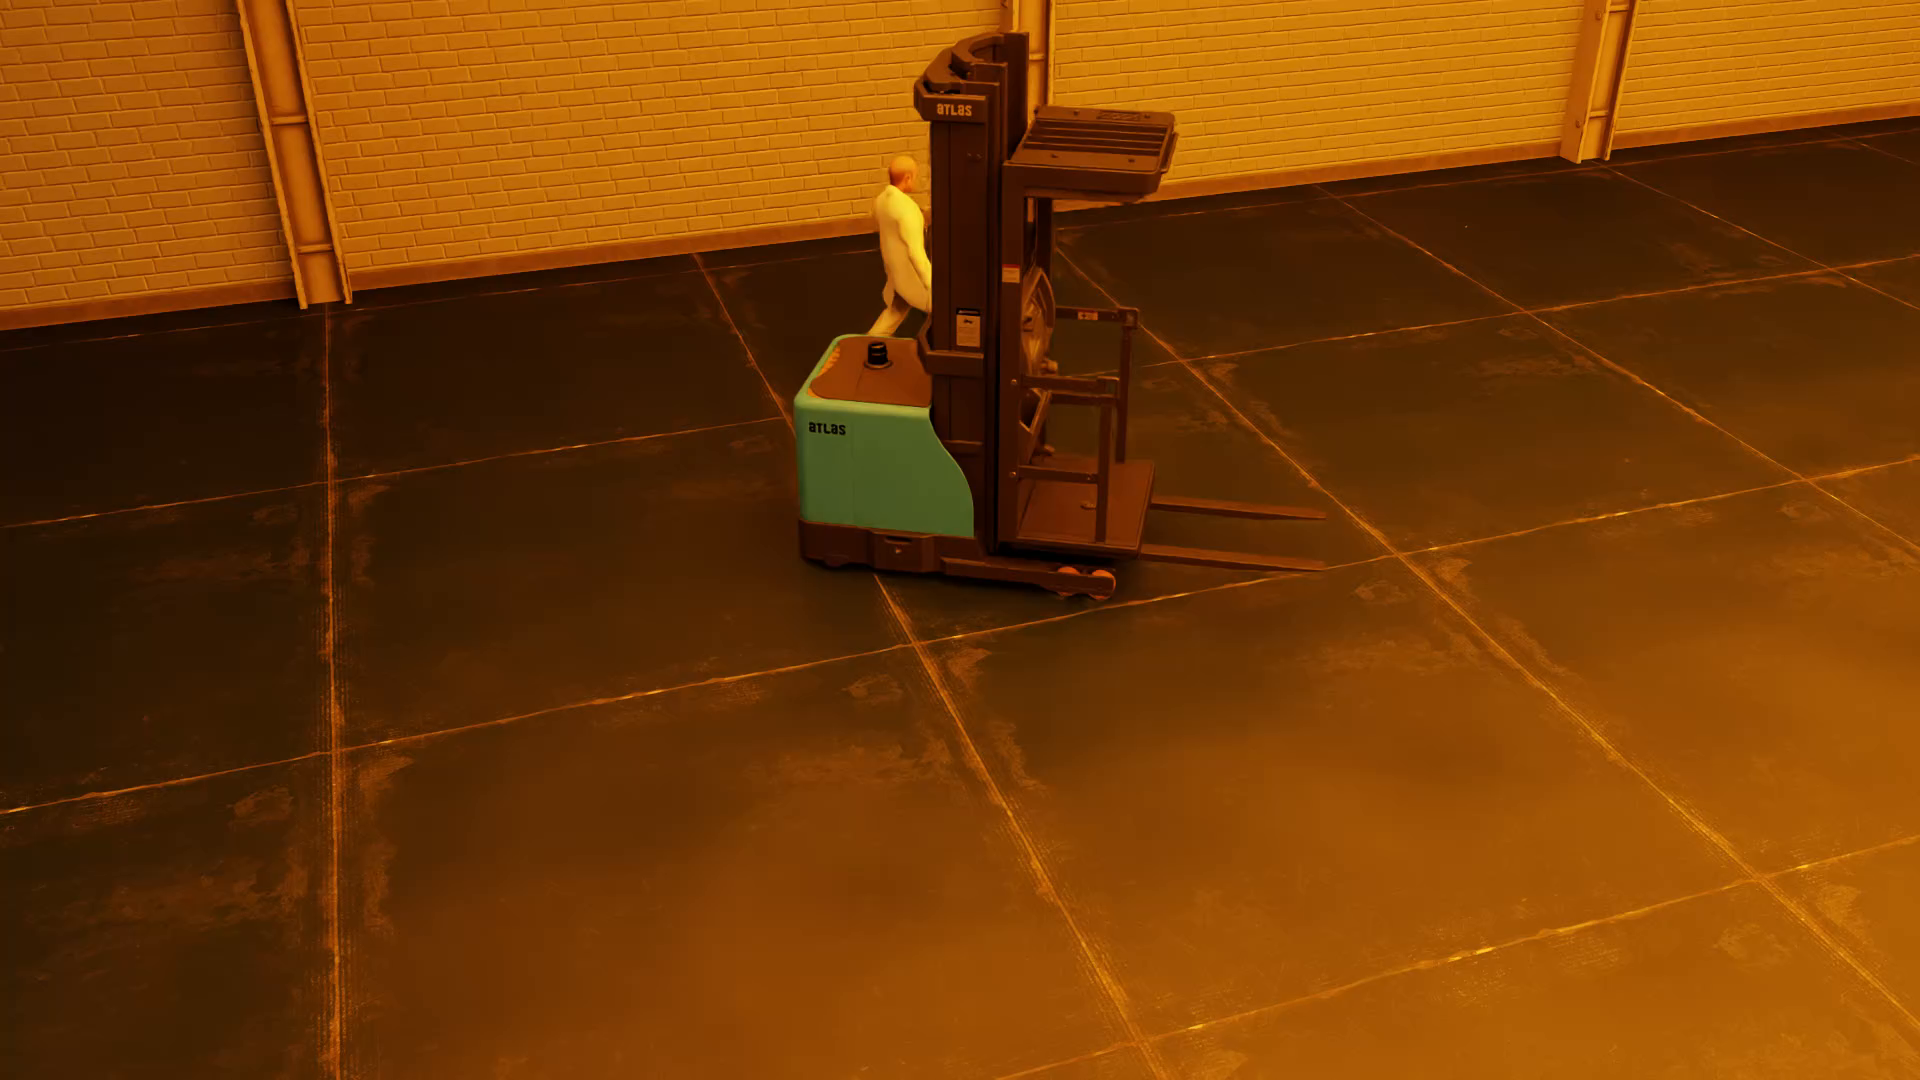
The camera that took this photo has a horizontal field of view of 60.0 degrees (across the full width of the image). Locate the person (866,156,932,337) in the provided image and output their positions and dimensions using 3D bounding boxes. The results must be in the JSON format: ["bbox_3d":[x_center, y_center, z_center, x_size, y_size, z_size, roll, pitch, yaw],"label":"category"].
[{"bbox_3d":[-0.365,-1.900,11.670,0.705,1.610,1.002,-13,32,-21],"label":"person"}]

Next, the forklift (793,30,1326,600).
[{"bbox_3d":[0.620,-1.219,9.206,3.031,2.935,1.130,6,30,10],"label":"forklift"}]
